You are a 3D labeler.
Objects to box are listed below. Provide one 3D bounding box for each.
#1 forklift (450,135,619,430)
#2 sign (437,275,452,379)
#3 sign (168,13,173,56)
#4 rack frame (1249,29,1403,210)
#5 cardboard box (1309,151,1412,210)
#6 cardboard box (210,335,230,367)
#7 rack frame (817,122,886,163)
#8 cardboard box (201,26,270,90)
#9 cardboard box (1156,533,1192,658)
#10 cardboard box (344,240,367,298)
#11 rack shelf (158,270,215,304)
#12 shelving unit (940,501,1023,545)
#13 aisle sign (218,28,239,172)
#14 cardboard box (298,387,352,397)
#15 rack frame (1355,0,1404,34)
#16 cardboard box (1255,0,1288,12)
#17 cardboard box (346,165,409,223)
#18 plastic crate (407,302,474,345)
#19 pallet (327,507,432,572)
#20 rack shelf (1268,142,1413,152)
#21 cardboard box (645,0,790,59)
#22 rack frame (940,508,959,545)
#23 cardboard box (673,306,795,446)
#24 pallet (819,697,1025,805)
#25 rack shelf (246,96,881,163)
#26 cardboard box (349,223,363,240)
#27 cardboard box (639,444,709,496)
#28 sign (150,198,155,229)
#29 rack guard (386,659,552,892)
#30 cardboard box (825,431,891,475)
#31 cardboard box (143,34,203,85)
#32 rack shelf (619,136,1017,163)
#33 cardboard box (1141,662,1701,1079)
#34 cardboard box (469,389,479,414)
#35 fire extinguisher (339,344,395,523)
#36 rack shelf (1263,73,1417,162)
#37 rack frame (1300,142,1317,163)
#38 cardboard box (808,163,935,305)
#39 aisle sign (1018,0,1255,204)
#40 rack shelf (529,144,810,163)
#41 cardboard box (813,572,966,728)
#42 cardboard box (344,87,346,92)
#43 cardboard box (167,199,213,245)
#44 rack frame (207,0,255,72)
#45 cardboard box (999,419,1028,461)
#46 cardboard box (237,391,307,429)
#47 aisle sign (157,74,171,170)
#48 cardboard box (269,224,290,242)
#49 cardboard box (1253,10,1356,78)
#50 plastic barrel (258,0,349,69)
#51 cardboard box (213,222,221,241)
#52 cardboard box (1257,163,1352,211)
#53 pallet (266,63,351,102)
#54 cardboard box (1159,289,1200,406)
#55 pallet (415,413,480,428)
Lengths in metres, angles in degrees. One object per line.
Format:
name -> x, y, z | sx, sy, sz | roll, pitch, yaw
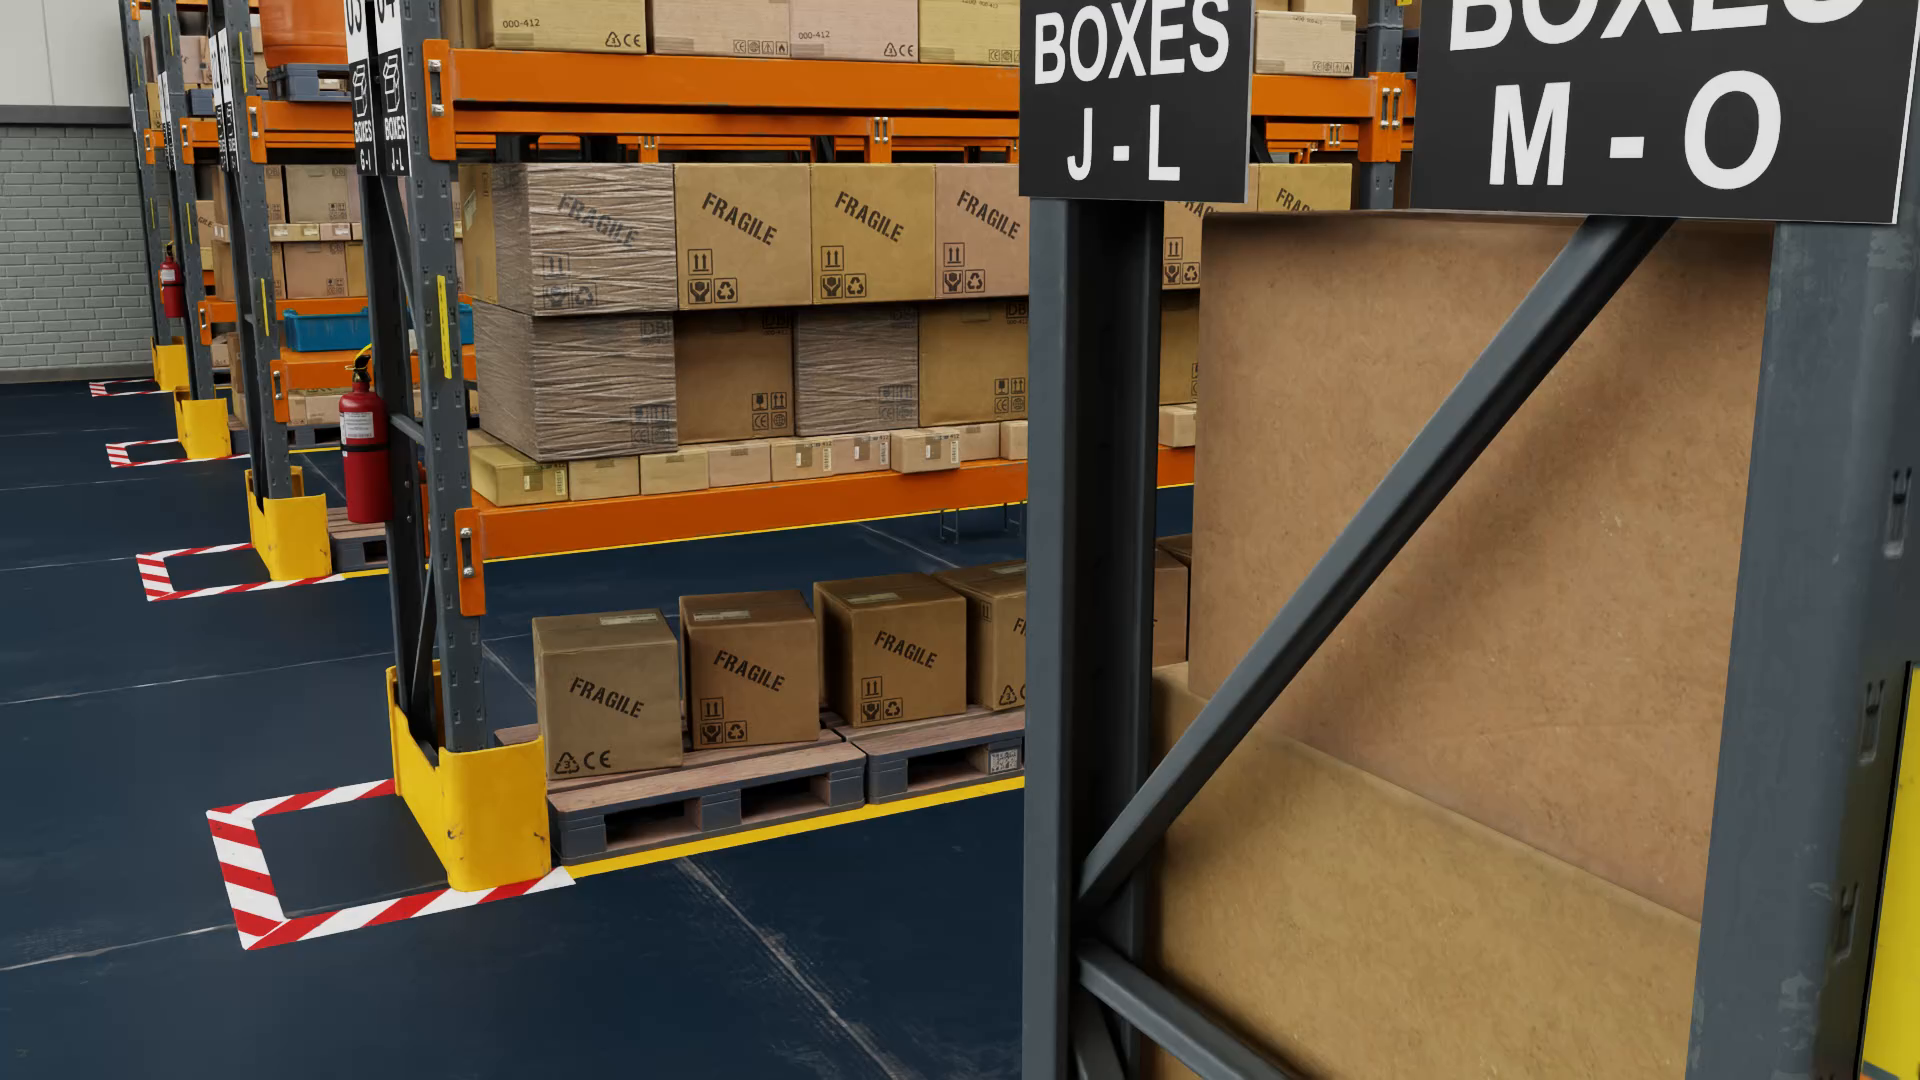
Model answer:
forklift -> -3.382, -1.965, 13.163 | 1.130, 2.935, 3.031 | -11, 17, -41
sign -> -1.662, -0.687, 5.357 | 0.005, 0.325, 0.100 | -7, 14, -28
sign -> -6.405, -4.099, 13.489 | 0.005, 0.325, 0.100 | -7, 14, -28
rack frame -> 1.589, -0.790, 7.786 | 0.127, 3.000, 1.000 | -7, 14, -28
cardboard box -> 2.353, -1.344, 7.926 | 1.000, 1.000, 1.000 | -7, 14, -27
cardboard box -> -8.392, -2.191, 19.135 | 0.500, 0.311, 0.500 | -9, 15, -34
rack frame -> -0.784, -1.744, 12.028 | 0.127, 3.000, 1.000 | -7, 14, -28
cardboard box -> -6.159, -4.125, 14.264 | 0.637, 0.503, 0.797 | -6, 14, -24
cardboard box -> 1.219, 0.259, 7.862 | 0.500, 0.500, 0.500 | -7, 15, -30
cardboard box -> -5.352, -2.481, 15.074 | 0.500, 0.500, 0.700 | -7, 14, -27
rack shelf -> -7.287, -3.092, 19.655 | 4.000, 0.370, 1.077 | -7, 14, -28
shelving unit -> 0.145, -0.603, 11.055 | 0.503, 1.200, 0.258 | -7, 14, -28
aisle sign -> -4.218, -2.528, 9.588 | 0.004, 0.787, 0.394 | -7, 14, -28
cardboard box -> -5.650, -1.574, 14.870 | 0.500, 0.500, 0.500 | -7, 14, -28
rack frame -> 1.589, -3.716, 7.128 | 0.127, 3.000, 1.000 | -7, 14, -28
cardboard box -> 1.164, -2.274, 6.983 | 0.250, 0.149, 0.380 | -7, 14, -27
cardboard box -> -5.302, -3.122, 14.967 | 0.500, 0.500, 0.700 | -7, 14, -28
plastic crate -> -3.427, -1.428, 10.963 | 0.408, 0.251, 0.499 | -7, 14, -28
pallet -> -3.535, -0.064, 10.915 | 1.213, 0.211, 1.003 | -7, 14, -28
rack shelf -> 5.623, -4.864, 20.695 | 4.000, 0.370, 1.077 | -7, 14, -28
cardboard box -> -0.926, -1.815, 5.854 | 0.500, 0.250, 0.500 | -7, 15, -29
rack frame -> -0.069, -0.577, 10.941 | 0.015, 1.200, 0.240 | -7, 14, -28
cardboard box -> -1.045, -0.691, 6.443 | 0.500, 0.500, 0.875 | -7, 14, -28
pallet -> -0.056, 0.777, 7.174 | 1.213, 0.211, 1.003 | -7, 14, -28
rack shelf -> -2.540, -2.646, 10.842 | 4.000, 0.370, 1.077 | -7, 14, -28
cardboard box -> -5.312, -2.752, 14.802 | 0.250, 0.149, 0.380 | -7, 15, -30
cardboard box -> -1.102, -0.276, 6.078 | 0.250, 0.149, 0.380 | -7, 14, -28
sign -> -8.782, -3.550, 18.082 | 0.005, 0.325, 0.100 | -7, 14, -28
rack guard -> -1.855, 0.843, 6.226 | 0.348, 0.500, 1.175 | -7, 14, -28
cardboard box -> -0.464, -0.363, 6.463 | 0.250, 0.149, 0.380 | -7, 14, -28
cardboard box -> -8.588, -5.236, 18.161 | 0.500, 0.500, 0.500 | -8, 15, -32
rack shelf -> -1.399, -4.022, 16.956 | 4.000, 0.370, 1.077 | -7, 14, -28
cardboard box -> 0.670, 0.477, 1.818 | 0.550, 0.550, 0.875 | -7, 14, -28
cardboard box -> -4.771, -1.313, 15.417 | 0.500, 0.250, 0.500 | -7, 14, -28
fire extinguisher -> -2.243, -0.408, 6.266 | 0.183, 0.674, 0.296 | -7, 14, -28
rack shelf -> 3.344, -2.113, 8.471 | 4.000, 0.370, 1.077 | -7, 14, -28
rack frame -> 3.868, -3.541, 20.011 | 0.127, 3.000, 1.000 | -7, 14, -28
cardboard box -> -0.428, -1.160, 6.249 | 0.500, 0.500, 0.500 | -7, 14, -28
aisle sign -> 0.160, -0.721, 1.560 | 0.004, 0.787, 0.394 | -7, 14, -28
rack shelf -> -3.776, -4.976, 21.196 | 4.000, 0.370, 1.077 | -7, 14, -28
cardboard box -> -0.299, 0.452, 7.008 | 0.500, 0.500, 0.500 | -5, 14, -23
cardboard box -> -7.226, -4.907, 18.976 | 0.500, 0.500, 0.500 | -6, 14, -24
cardboard box -> -8.730, -3.626, 18.976 | 0.500, 0.500, 0.500 | -7, 14, -28
rack frame -> -4.295, -4.250, 9.499 | 0.127, 3.000, 1.000 | -7, 14, -28
cardboard box -> 0.217, -0.433, 6.773 | 0.250, 0.149, 0.380 | -7, 14, -28
cardboard box -> -6.088, -1.155, 14.717 | 0.500, 0.250, 0.500 | -7, 14, -28
aisle sign -> -6.864, -3.596, 14.336 | 0.004, 0.787, 0.394 | -7, 14, -28
cardboard box -> -5.987, -2.672, 14.444 | 0.250, 0.149, 0.380 | -7, 15, -29
cardboard box -> 1.314, -2.082, 7.037 | 0.500, 0.250, 0.500 | -6, 14, -26
plastic barrel -> -3.930, -3.277, 10.071 | 0.708, 0.830, 0.600 | -7, 14, -28
cardboard box -> -6.421, -2.721, 14.661 | 0.250, 0.149, 0.380 | -7, 15, -29
cardboard box -> 1.326, -1.371, 7.187 | 0.500, 0.500, 0.500 | -7, 14, -28
pallet -> -3.522, -2.763, 10.152 | 1.213, 0.211, 1.003 | -7, 14, -28
cardboard box -> 0.709, -0.902, 7.382 | 0.500, 0.500, 0.875 | -7, 14, -28
pallet -> -4.945, -1.134, 15.667 | 1.213, 0.211, 1.003 | -7, 14, -28
